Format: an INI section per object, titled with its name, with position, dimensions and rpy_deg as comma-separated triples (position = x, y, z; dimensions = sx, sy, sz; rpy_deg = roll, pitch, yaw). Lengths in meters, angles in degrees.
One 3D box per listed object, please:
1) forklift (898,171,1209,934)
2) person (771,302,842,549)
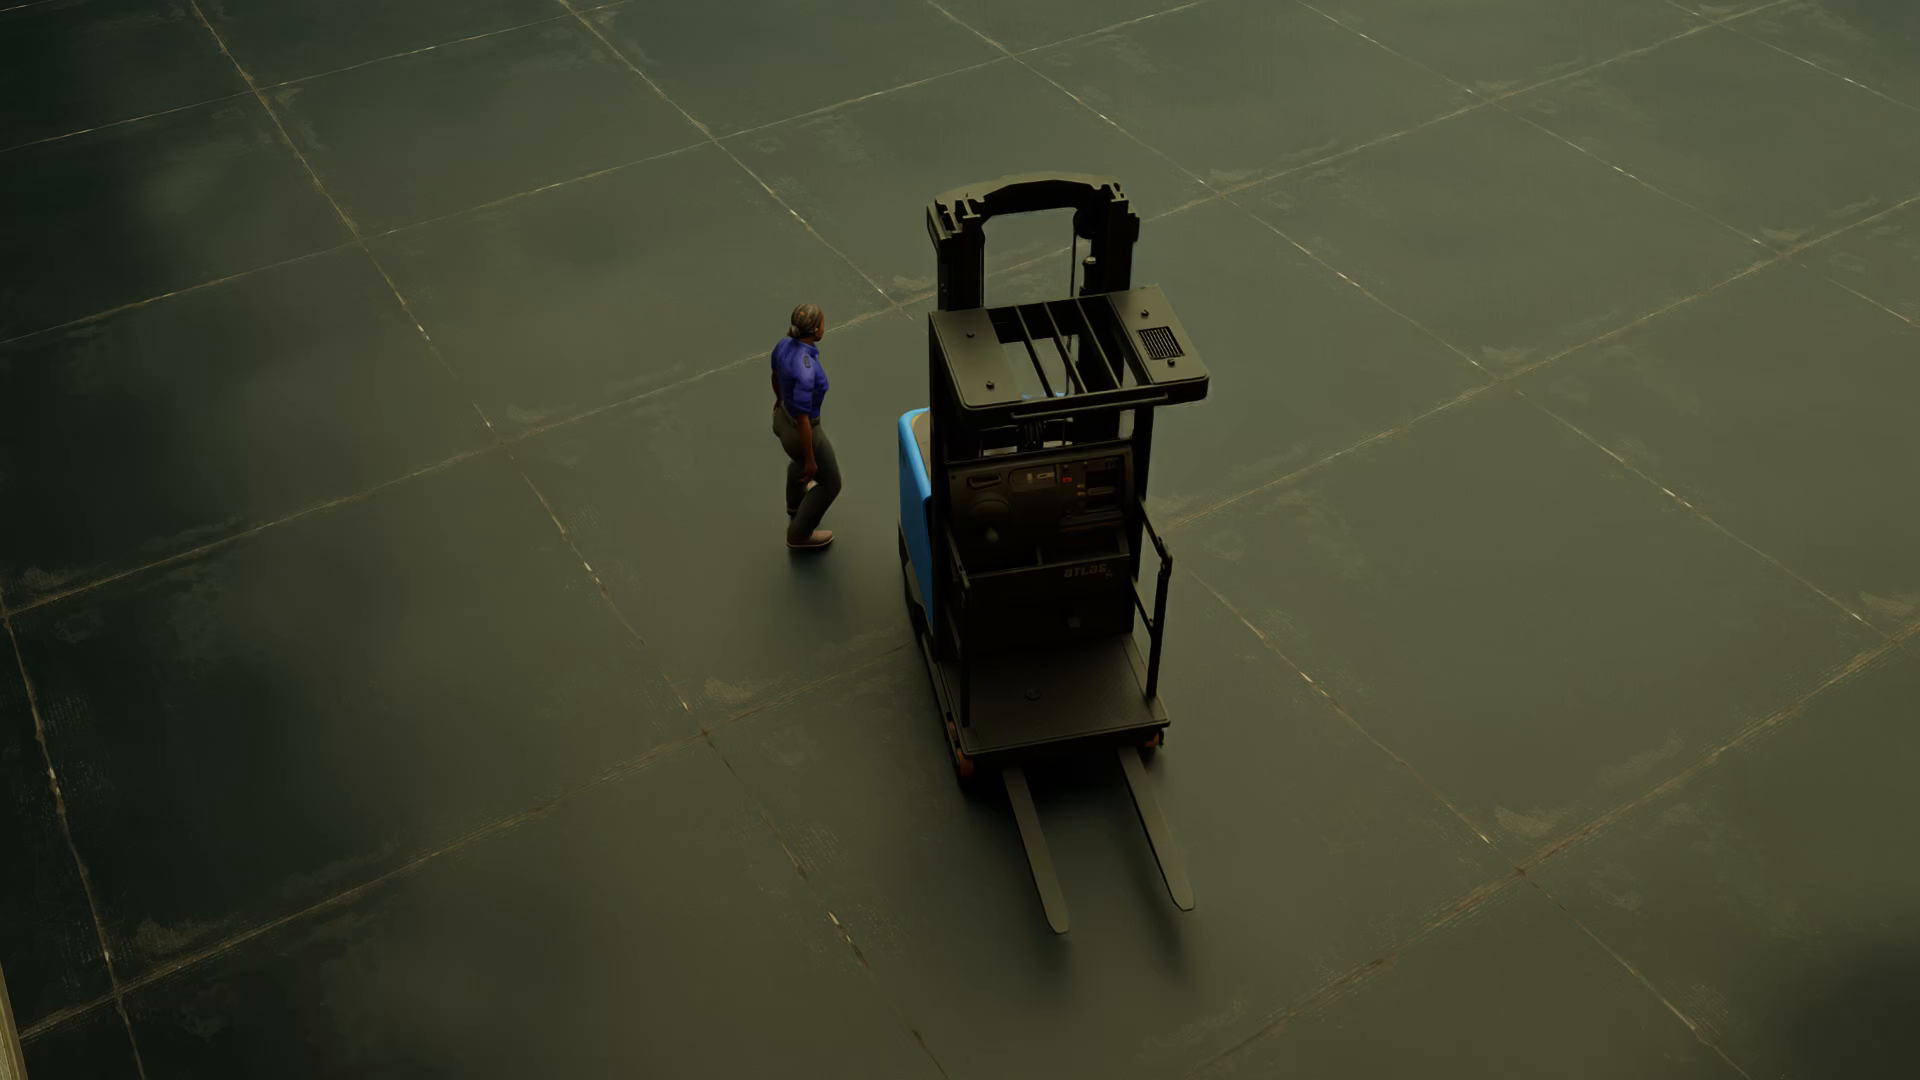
[forklift]
position = 0.451, -0.136, 8.027
dimensions = 1.130, 2.935, 3.031
rpy_deg = -8, 42, -9
[person]
position = -0.922, -0.666, 9.630
dimensions = 0.372, 1.621, 0.788
rpy_deg = -16, 44, -17
